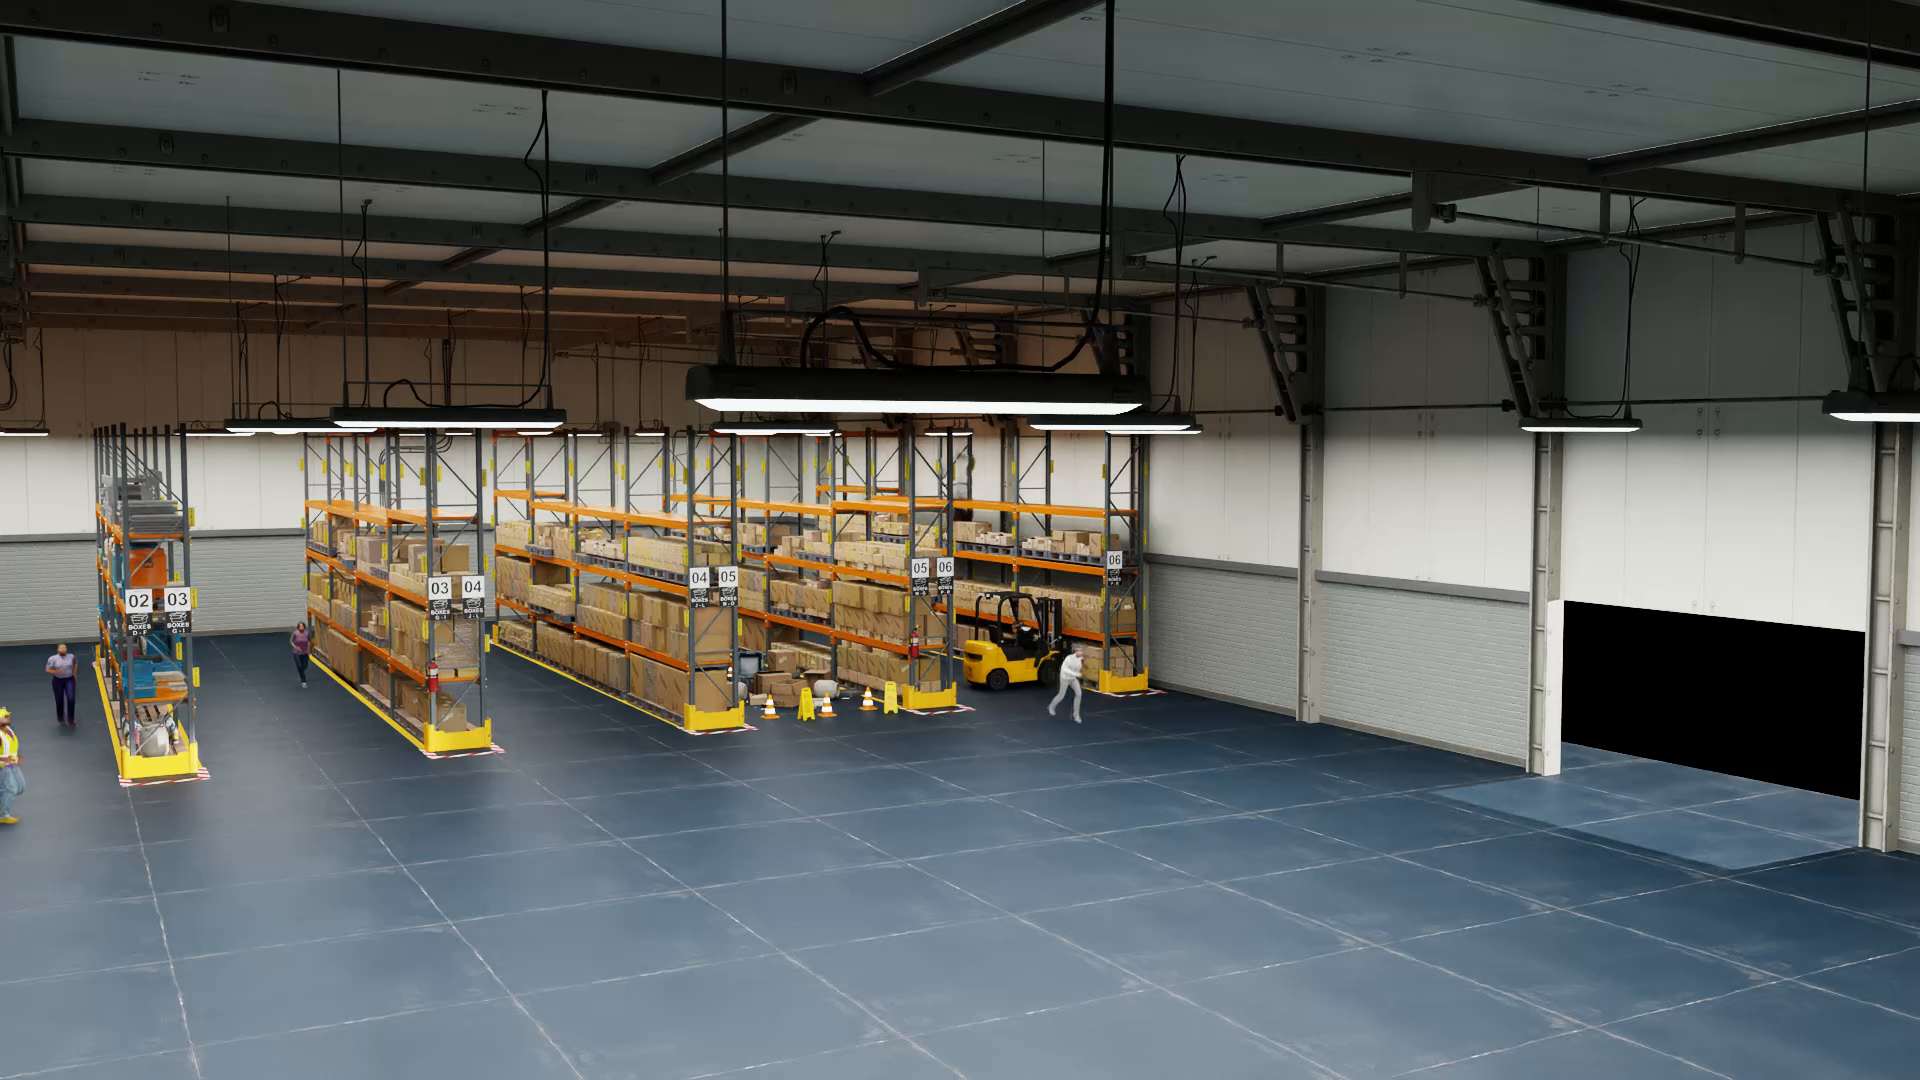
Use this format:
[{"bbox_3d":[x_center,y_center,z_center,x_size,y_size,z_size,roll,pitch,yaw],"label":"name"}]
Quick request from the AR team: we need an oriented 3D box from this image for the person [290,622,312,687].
[{"bbox_3d":[-15.258,2.638,38.519,0.506,1.541,0.690,-2,4,-26],"label":"person"}]

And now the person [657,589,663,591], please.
[{"bbox_3d":[-9.111,1.787,50.571,0.588,1.722,0.721,0,3,-5],"label":"person"}]

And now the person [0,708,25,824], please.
[{"bbox_3d":[-14.278,3.365,24.798,0.584,1.723,0.703,0,3,-5],"label":"person"}]

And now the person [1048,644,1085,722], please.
[{"bbox_3d":[2.185,2.901,33.995,0.658,1.624,0.963,-3,5,-43],"label":"person"}]

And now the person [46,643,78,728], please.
[{"bbox_3d":[-17.923,2.891,33.191,0.571,1.701,0.786,-2,4,-32],"label":"person"}]
